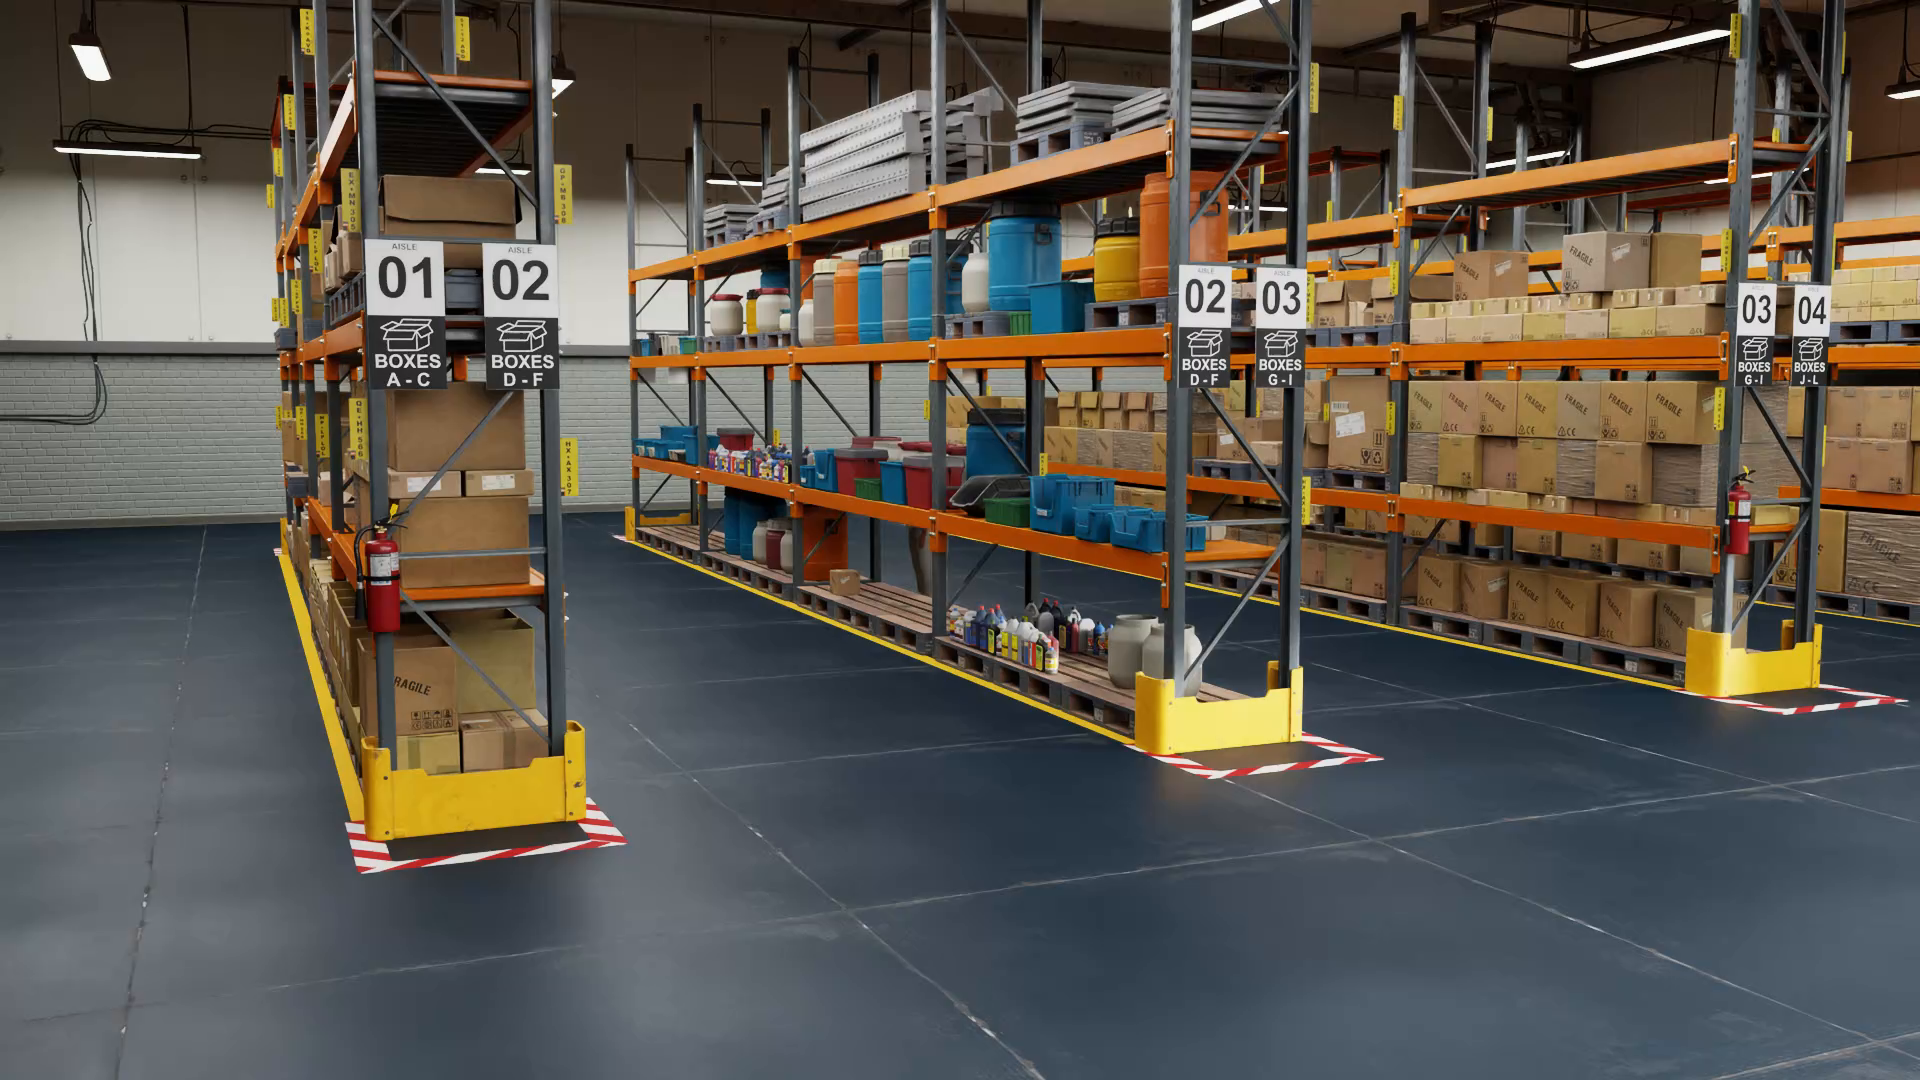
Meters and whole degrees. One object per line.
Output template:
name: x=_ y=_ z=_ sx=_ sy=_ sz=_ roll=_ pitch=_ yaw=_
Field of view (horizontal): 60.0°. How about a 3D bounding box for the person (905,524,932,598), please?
person: x=-0.418 y=-0.093 z=17.736 sx=0.342 sy=1.692 sz=0.440 roll=-2 pitch=6 yaw=-18
